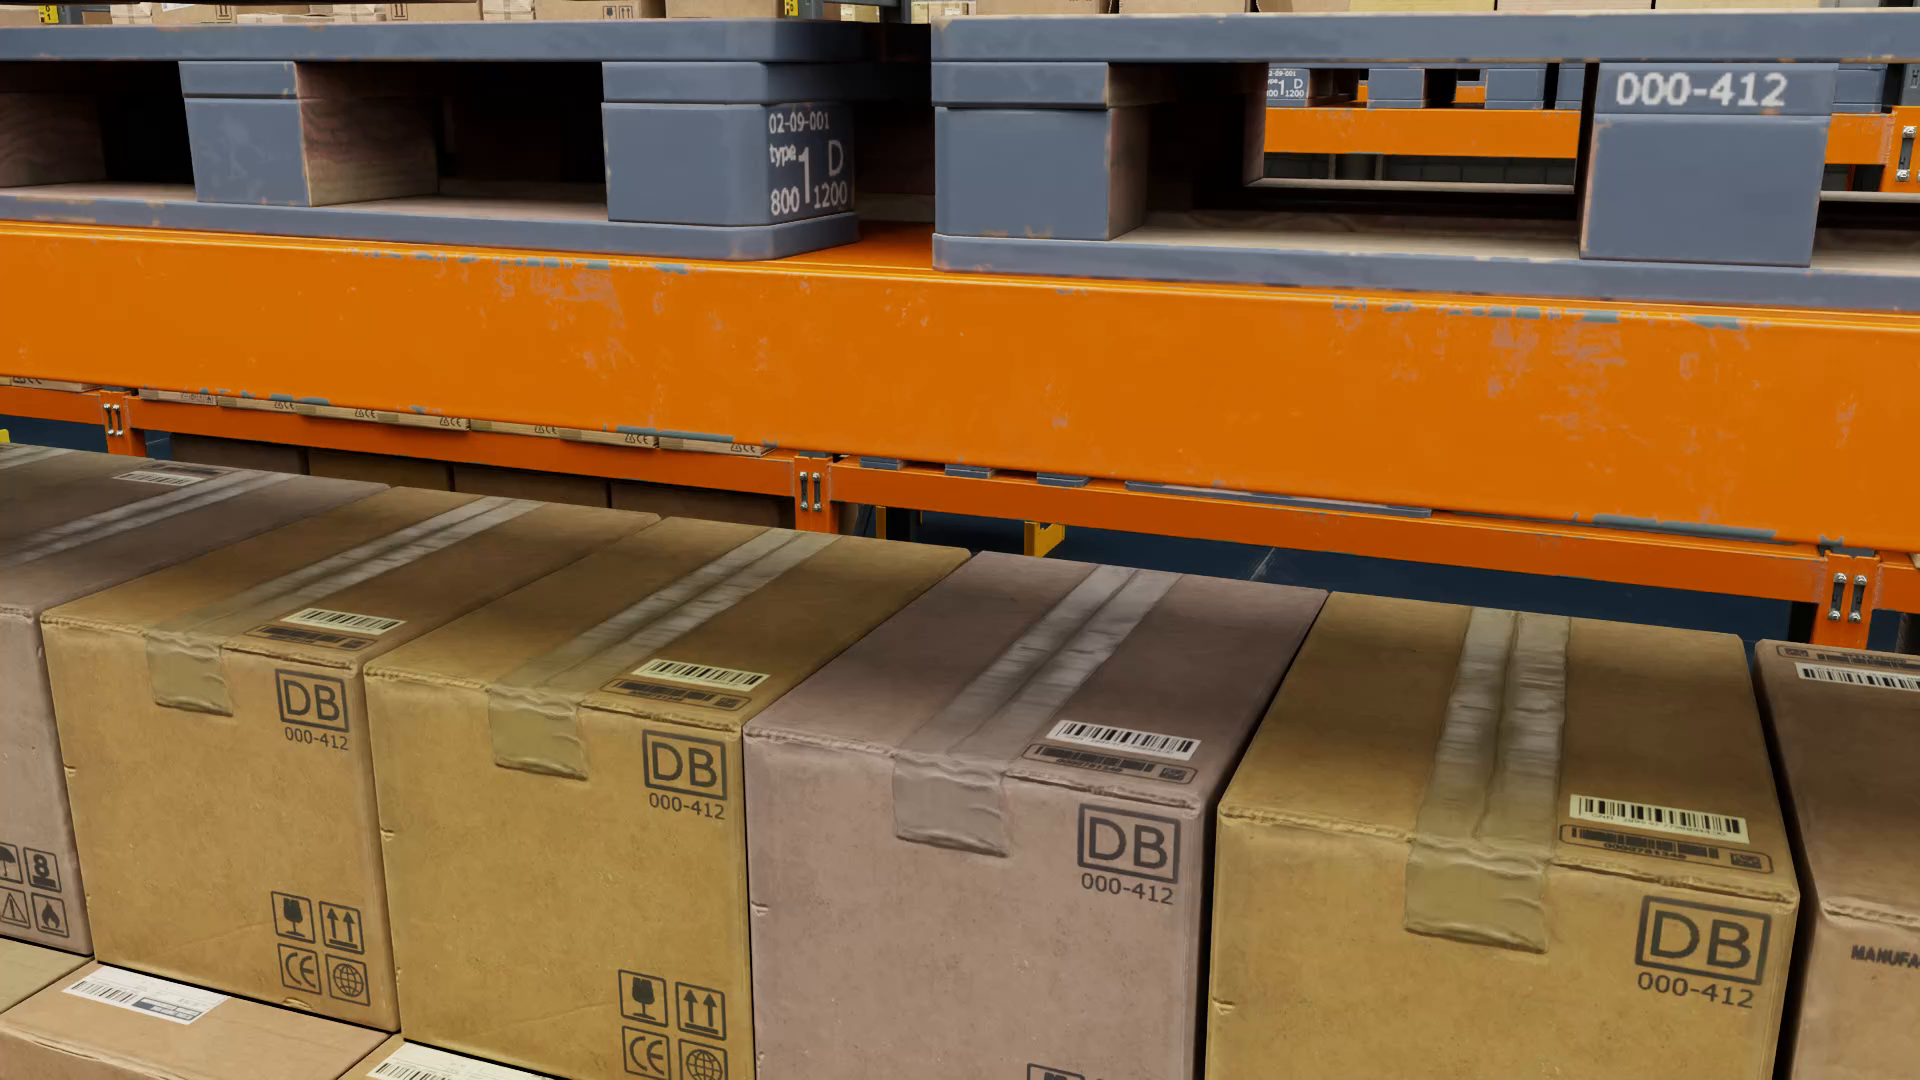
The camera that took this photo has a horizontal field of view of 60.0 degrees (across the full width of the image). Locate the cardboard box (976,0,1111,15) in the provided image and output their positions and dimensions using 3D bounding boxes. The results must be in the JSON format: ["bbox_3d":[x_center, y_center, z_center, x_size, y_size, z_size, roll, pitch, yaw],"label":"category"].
[{"bbox_3d":[0.422,-2.042,6.767,0.500,0.500,0.700,6,17,21],"label":"cardboard box"}]

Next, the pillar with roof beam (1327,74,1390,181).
[{"bbox_3d":[1.325,-3.805,7.641,0.400,9.000,9.100,6,17,21],"label":"pillar with roof beam"}]

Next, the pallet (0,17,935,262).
[{"bbox_3d":[-0.519,-0.543,2.121,1.213,0.211,1.003,7,18,23],"label":"pallet"}]

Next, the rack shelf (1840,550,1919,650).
[{"bbox_3d":[5.125,0.307,5.528,4.000,0.370,1.077,6,17,21],"label":"rack shelf"}]

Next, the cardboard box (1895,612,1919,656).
[{"bbox_3d":[3.913,0.506,6.384,0.500,0.500,0.500,6,17,20],"label":"cardboard box"}]

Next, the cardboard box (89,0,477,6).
[{"bbox_3d":[-1.096,-0.977,2.506,0.500,0.311,0.500,6,17,21],"label":"cardboard box"}]

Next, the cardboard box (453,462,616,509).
[{"bbox_3d":[-1.897,-0.019,8.415,0.875,0.875,0.875,7,17,21],"label":"cardboard box"}]

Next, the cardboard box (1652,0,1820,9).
[{"bbox_3d":[2.668,-1.836,5.753,0.500,0.250,0.500,6,17,20],"label":"cardboard box"}]

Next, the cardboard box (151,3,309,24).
[{"bbox_3d":[-3.464,-2.587,7.891,0.500,0.500,0.500,6,17,20],"label":"cardboard box"}]

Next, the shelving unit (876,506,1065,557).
[{"bbox_3d":[0.071,-0.712,10.438,1.083,1.500,0.587,6,17,21],"label":"shelving unit"}]

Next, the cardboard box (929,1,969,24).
[{"bbox_3d":[-0.039,-3.709,11.711,0.250,0.149,0.380,6,17,19],"label":"cardboard box"}]

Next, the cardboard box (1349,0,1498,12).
[{"bbox_3d":[1.725,-1.941,6.116,0.500,0.250,0.500,7,17,21],"label":"cardboard box"}]

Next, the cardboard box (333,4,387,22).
[{"bbox_3d":[-2.606,-2.362,7.537,0.258,0.266,0.396,8,18,25],"label":"cardboard box"}]

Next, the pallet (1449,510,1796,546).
[{"bbox_3d":[2.607,-0.267,6.558,1.213,0.211,1.003,6,17,21],"label":"pallet"}]

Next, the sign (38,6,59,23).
[{"bbox_3d":[-4.380,-2.645,7.954,0.005,0.325,0.100,6,17,21],"label":"sign"}]

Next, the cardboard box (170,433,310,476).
[{"bbox_3d":[-3.571,-0.201,9.042,0.875,0.875,0.875,7,18,22],"label":"cardboard box"}]

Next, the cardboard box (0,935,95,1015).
[{"bbox_3d":[-1.386,0.761,2.494,0.500,0.500,0.500,6,17,20],"label":"cardboard box"}]

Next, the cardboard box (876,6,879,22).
[{"bbox_3d":[-0.594,-3.911,12.369,0.250,0.149,0.380,7,17,22],"label":"cardboard box"}]

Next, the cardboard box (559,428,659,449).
[{"bbox_3d":[-1.503,-0.613,7.675,0.500,0.250,0.500,7,17,22],"label":"cardboard box"}]

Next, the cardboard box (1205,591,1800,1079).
[{"bbox_3d":[0.599,0.421,1.870,0.500,0.500,0.700,6,17,20],"label":"cardboard box"}]

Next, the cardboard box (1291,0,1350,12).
[{"bbox_3d":[2.452,-3.516,10.912,0.500,0.500,0.700,6,17,20],"label":"cardboard box"}]

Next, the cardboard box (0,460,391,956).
[{"bbox_3d":[-1.294,0.213,2.587,0.500,0.500,0.700,6,17,20],"label":"cardboard box"}]

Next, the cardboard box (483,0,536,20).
[{"bbox_3d":[-1.866,-2.281,7.257,0.258,0.266,0.396,6,17,19],"label":"cardboard box"}]

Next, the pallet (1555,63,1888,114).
[{"bbox_3d":[2.729,-1.685,6.053,1.003,0.211,1.213,6,17,21],"label":"pallet"}]

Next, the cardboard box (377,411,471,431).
[{"bbox_3d":[-2.450,-0.714,8.021,0.500,0.250,0.500,6,17,20],"label":"cardboard box"}]

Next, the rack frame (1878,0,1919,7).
[{"bbox_3d":[3.265,-3.125,5.296,0.127,3.000,1.000,6,17,21],"label":"rack frame"}]

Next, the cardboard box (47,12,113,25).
[{"bbox_3d":[-4.648,-2.915,8.842,0.500,0.500,0.500,7,17,22],"label":"cardboard box"}]

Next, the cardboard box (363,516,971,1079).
[{"bbox_3d":[-0.340,0.317,2.228,0.500,0.500,0.700,6,17,20],"label":"cardboard box"}]

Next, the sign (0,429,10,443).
[{"bbox_3d":[-1.978,-0.059,3.420,0.005,0.325,0.100,6,17,21],"label":"sign"}]

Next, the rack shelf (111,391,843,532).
[{"bbox_3d":[-2.317,-0.512,8.347,4.000,0.370,1.077,6,17,21],"label":"rack shelf"}]

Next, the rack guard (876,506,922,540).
[{"bbox_3d":[-0.392,-0.163,10.787,0.087,0.250,0.587,6,17,21],"label":"rack guard"}]

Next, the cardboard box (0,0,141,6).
[{"bbox_3d":[-1.541,-0.932,2.611,0.250,0.166,0.380,6,17,21],"label":"cardboard box"}]

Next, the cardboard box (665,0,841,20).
[{"bbox_3d":[-0.862,-2.344,7.049,0.637,0.503,0.797,5,17,17],"label":"cardboard box"}]

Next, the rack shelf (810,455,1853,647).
[{"bbox_3d":[1.404,-0.103,6.937,4.000,0.370,1.077,6,17,21],"label":"rack shelf"}]

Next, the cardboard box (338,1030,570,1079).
[{"bbox_3d":[-0.454,0.864,2.138,0.500,0.500,0.500,6,17,20],"label":"cardboard box"}]

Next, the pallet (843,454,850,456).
[{"bbox_3d":[-0.450,-0.813,13.095,1.213,0.211,1.003,6,17,21],"label":"pallet"}]

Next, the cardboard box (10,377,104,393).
[{"bbox_3d":[-4.703,-1.091,8.872,0.500,0.500,0.500,6,17,21],"label":"cardboard box"}]

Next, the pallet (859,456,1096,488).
[{"bbox_3d":[0.246,-0.515,7.413,1.003,0.211,1.213,6,17,21],"label":"pallet"}]

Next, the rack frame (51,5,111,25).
[{"bbox_3d":[-4.177,-3.943,8.115,0.127,3.000,1.000,6,17,21],"label":"rack frame"}]

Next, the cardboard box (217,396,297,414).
[{"bbox_3d":[-3.383,-0.824,8.400,0.500,0.250,0.500,6,17,19],"label":"cardboard box"}]

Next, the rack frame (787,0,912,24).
[{"bbox_3d":[-0.456,-3.534,6.705,0.127,3.000,1.000,6,17,21],"label":"rack frame"}]
